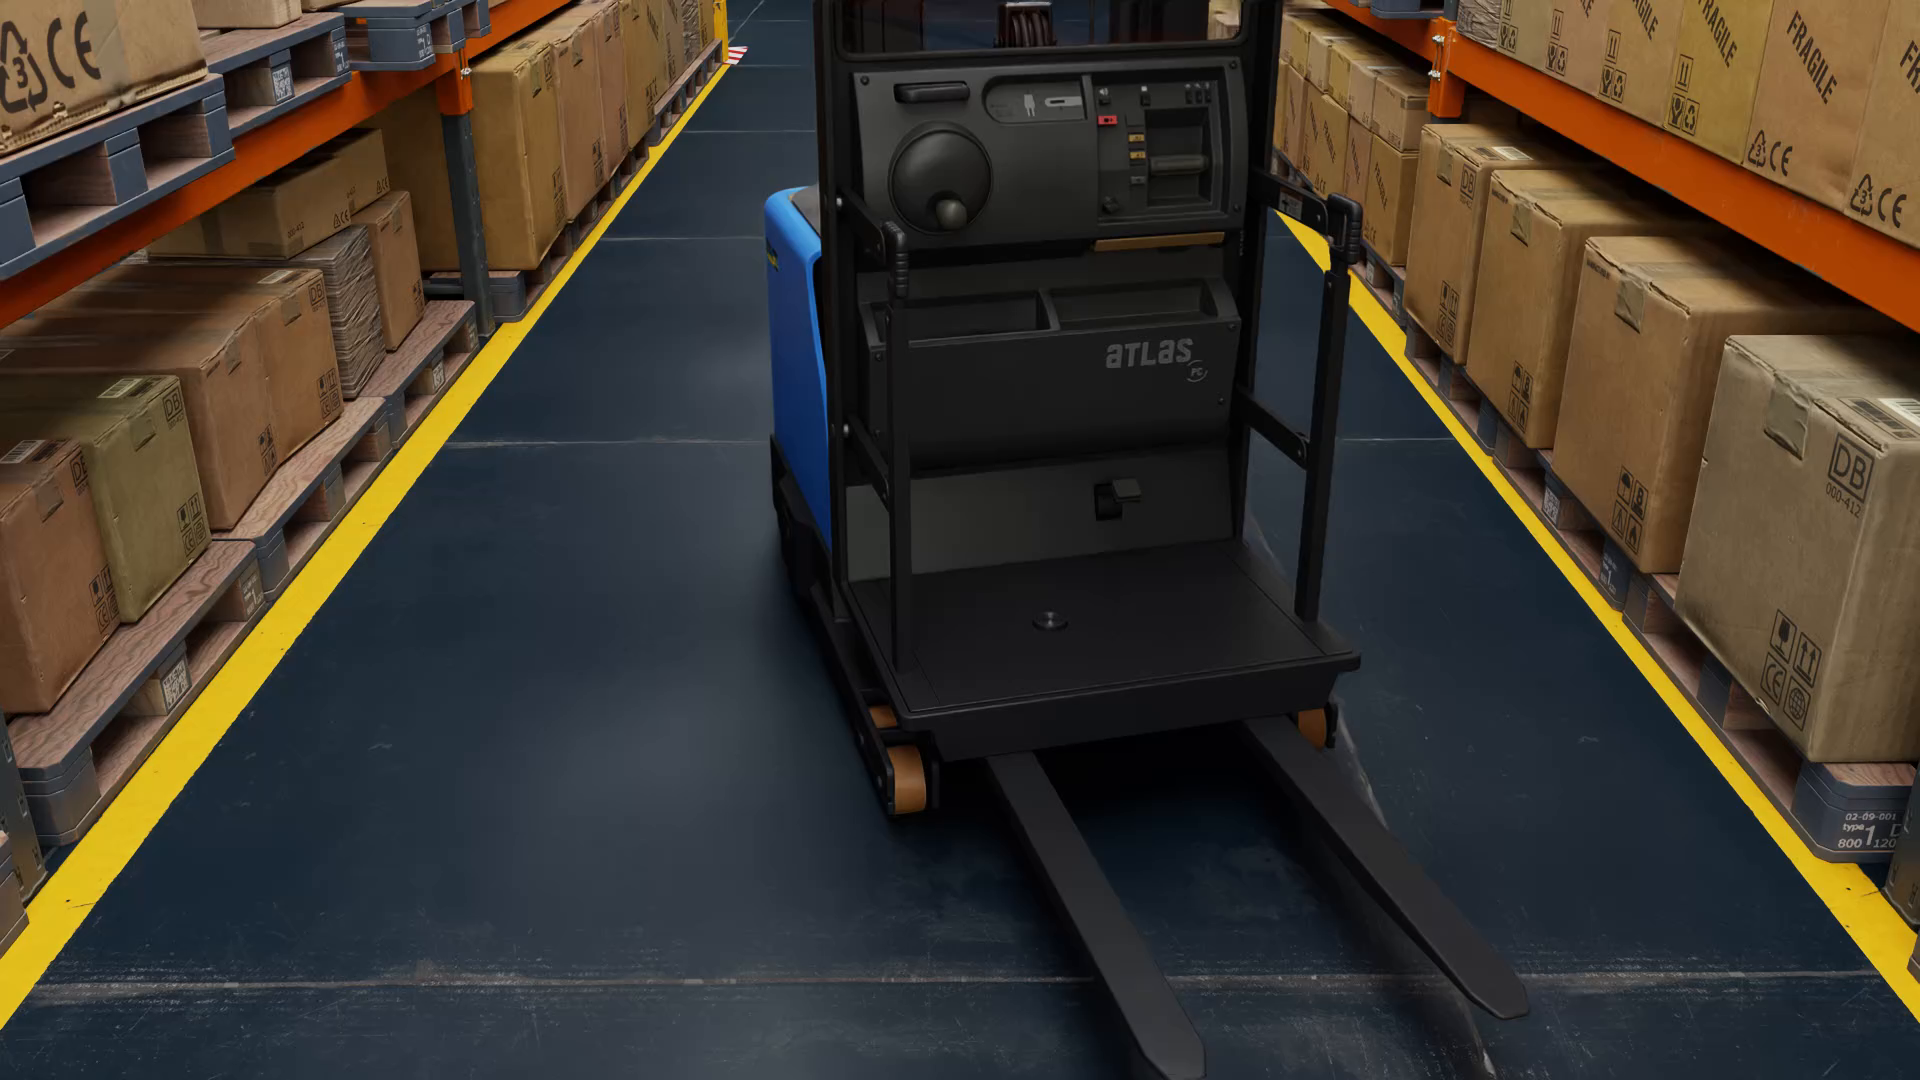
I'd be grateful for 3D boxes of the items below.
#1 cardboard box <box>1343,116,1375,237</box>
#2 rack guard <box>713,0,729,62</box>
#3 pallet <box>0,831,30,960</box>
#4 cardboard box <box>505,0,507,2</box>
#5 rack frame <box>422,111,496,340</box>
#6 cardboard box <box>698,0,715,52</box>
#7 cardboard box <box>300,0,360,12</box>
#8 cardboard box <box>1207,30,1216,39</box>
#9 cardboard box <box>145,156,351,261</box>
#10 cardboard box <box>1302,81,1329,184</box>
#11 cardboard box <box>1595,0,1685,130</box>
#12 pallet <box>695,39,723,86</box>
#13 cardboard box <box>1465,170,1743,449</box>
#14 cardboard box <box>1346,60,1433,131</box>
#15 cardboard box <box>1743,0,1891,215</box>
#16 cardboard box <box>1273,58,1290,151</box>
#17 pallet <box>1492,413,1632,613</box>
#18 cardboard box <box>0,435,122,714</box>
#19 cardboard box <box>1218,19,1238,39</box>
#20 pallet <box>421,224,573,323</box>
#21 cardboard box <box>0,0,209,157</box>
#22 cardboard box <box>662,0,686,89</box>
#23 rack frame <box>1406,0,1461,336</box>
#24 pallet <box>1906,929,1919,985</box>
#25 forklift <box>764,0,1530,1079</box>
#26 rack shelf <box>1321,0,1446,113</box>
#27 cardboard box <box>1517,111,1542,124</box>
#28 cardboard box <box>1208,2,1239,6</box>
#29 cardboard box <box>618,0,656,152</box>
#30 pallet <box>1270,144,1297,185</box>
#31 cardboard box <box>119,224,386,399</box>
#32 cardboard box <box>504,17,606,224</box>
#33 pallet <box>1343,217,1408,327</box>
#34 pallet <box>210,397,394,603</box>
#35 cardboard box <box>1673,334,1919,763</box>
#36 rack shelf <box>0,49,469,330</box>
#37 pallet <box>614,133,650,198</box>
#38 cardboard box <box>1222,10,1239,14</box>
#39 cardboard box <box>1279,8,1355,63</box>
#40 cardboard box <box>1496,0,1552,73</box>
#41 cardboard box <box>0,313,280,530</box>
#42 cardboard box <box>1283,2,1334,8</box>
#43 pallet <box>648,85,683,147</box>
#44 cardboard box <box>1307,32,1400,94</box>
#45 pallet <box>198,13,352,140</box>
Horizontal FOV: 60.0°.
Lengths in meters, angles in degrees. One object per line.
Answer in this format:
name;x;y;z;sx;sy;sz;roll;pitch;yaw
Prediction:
cardboard box;2.163;-1.768;8.044;0.500;0.500;0.500;1;24;2
rack guard;-2.615;-4.419;14.414;1.175;0.500;0.348;0;24;-1
pallet;-2.441;0.944;2.907;1.003;0.211;1.213;0;24;-1
cardboard box;-2.268;-2.711;7.483;0.500;0.500;0.500;-1;24;-2
rack frame;-2.527;-2.251;6.588;1.000;3.000;0.127;0;24;-1
cardboard box;-2.527;-4.508;13.646;0.875;0.875;0.875;0;24;-1
cardboard box;-2.375;-2.036;5.481;0.700;0.500;0.500;3;25;7
cardboard box;2.125;-3.911;12.846;0.380;0.149;0.250;-1;24;-3
cardboard box;-2.474;-1.160;5.764;0.500;0.250;0.500;2;24;5
cardboard box;2.160;-2.193;8.983;0.500;0.500;0.500;0;24;0
cardboard box;2.185;-1.469;4.736;0.500;0.500;0.500;-1;24;-1
pallet;-2.527;-3.948;13.723;1.003;0.211;1.213;0;24;-1
cardboard box;2.363;-0.787;5.570;1.050;0.750;0.750;0;24;0
cardboard box;2.148;-2.115;7.900;0.500;0.250;0.500;0;24;0
cardboard box;2.199;-1.051;3.813;0.500;0.500;0.500;-1;24;-1
cardboard box;2.133;-2.627;9.942;0.500;0.500;0.500;1;24;1
pallet;2.377;-0.135;5.292;1.003;0.211;1.213;0;24;-1
cardboard box;-2.469;0.082;3.928;0.700;0.500;0.500;-2;24;-5
cardboard box;2.054;-3.615;11.831;0.380;0.149;0.250;-1;24;-3
pallet;-2.460;-1.306;7.881;1.003;0.211;1.213;0;24;-1
cardboard box;-2.352;-1.396;3.459;1.000;1.000;1.000;0;24;0
cardboard box;-2.508;-3.766;12.006;0.875;0.875;0.875;0;24;-1
rack frame;2.434;-2.232;6.545;1.000;3.000;0.127;0;24;-1
pallet;2.408;1.001;2.782;1.003;0.211;1.213;0;24;-1
forklift;0.278;-0.877;3.632;1.130;2.935;3.031;-6;25;-14
rack shelf;2.412;-2.728;8.515;1.077;0.370;4.000;0;24;-1
cardboard box;2.668;-1.911;7.450;0.500;0.250;0.500;-1;24;-3
cardboard box;2.090;-4.041;12.773;0.380;0.149;0.250;1;24;2
cardboard box;-2.544;-2.859;10.001;1.225;0.875;0.875;0;24;0
pallet;2.400;-2.289;10.055;1.003;0.211;1.213;0;24;-1
cardboard box;-2.481;-0.808;5.897;0.700;0.500;0.500;-2;24;-5
cardboard box;-2.516;-2.126;8.380;1.225;0.875;0.875;0;24;0
pallet;2.427;-1.283;7.832;1.003;0.211;1.213;0;24;-1
pallet;-2.510;-0.157;5.342;1.003;0.211;1.213;0;24;-1
cardboard box;2.381;-0.005;3.842;1.050;0.750;0.750;0;24;-1
rack shelf;-2.505;-1.099;4.914;1.077;0.370;4.000;0;24;-1
pallet;-2.487;-2.311;10.105;1.003;0.211;1.213;0;24;-1
cardboard box;2.145;-3.829;12.304;0.380;0.149;0.250;0;24;0
cardboard box;2.134;-2.969;9.788;0.500;0.250;0.500;-1;24;-3
cardboard box;2.177;-1.882;5.649;0.500;0.500;0.500;0;24;-1
cardboard box;-2.461;-0.345;4.872;0.700;0.500;0.500;-2;24;-5
cardboard box;2.679;-4.048;12.787;0.380;0.149;0.250;1;24;1
pallet;-2.501;-2.943;11.500;1.003;0.211;1.213;0;24;-1
cardboard box;2.143;-2.539;8.838;0.500;0.250;0.500;1;24;1
pallet;-2.464;-1.348;4.824;1.003;0.211;1.213;0;24;-1
